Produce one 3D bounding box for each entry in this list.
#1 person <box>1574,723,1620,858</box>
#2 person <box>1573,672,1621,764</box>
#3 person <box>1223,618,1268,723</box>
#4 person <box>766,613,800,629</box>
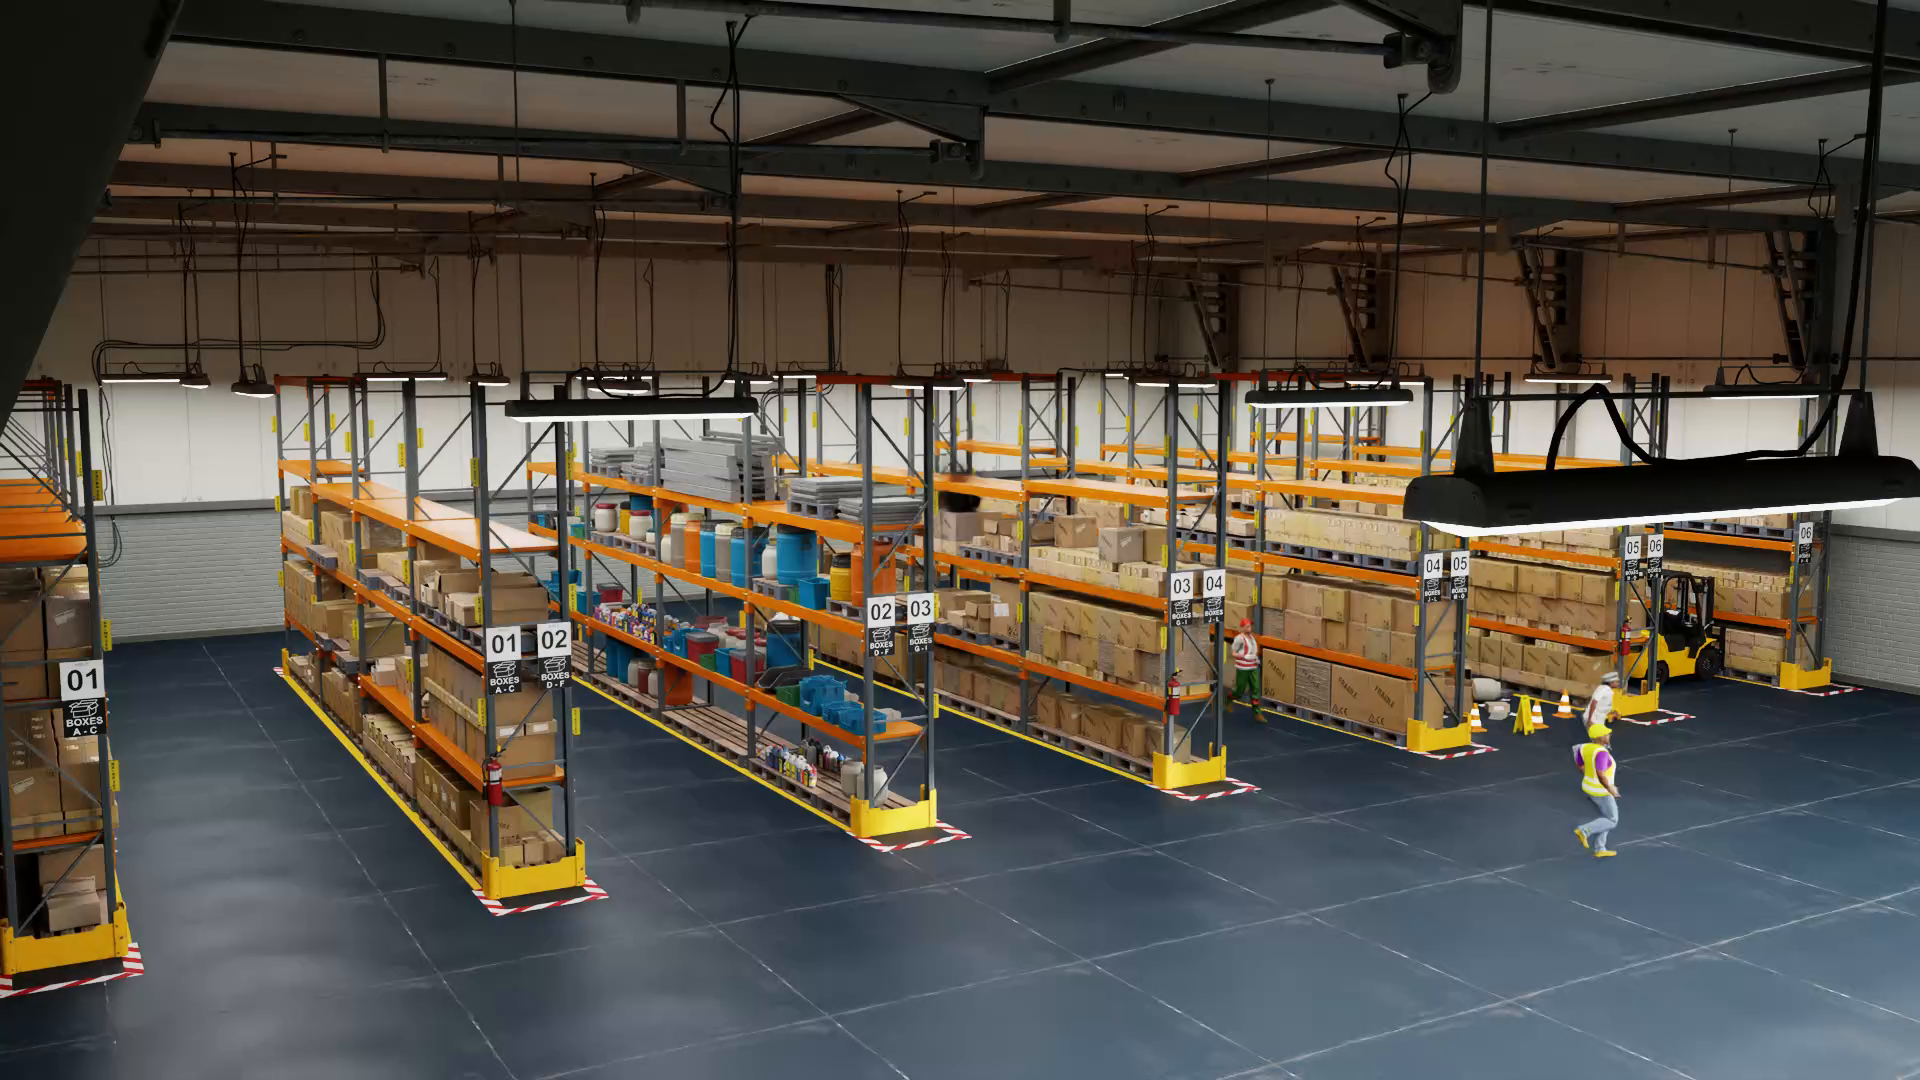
[{"bbox_3d":[8.053,3.175,21.064,0.618,1.724,0.718,-1,6,-8],"label":"person"},{"bbox_3d":[9.670,2.791,25.248,0.694,1.618,0.548,1,6,7],"label":"person"},{"bbox_3d":[4.984,2.248,29.015,0.656,1.786,0.987,-5,8,-37],"label":"person"},{"bbox_3d":[-3.242,2.004,31.448,0.715,1.754,1.020,-5,8,-41],"label":"person"}]
